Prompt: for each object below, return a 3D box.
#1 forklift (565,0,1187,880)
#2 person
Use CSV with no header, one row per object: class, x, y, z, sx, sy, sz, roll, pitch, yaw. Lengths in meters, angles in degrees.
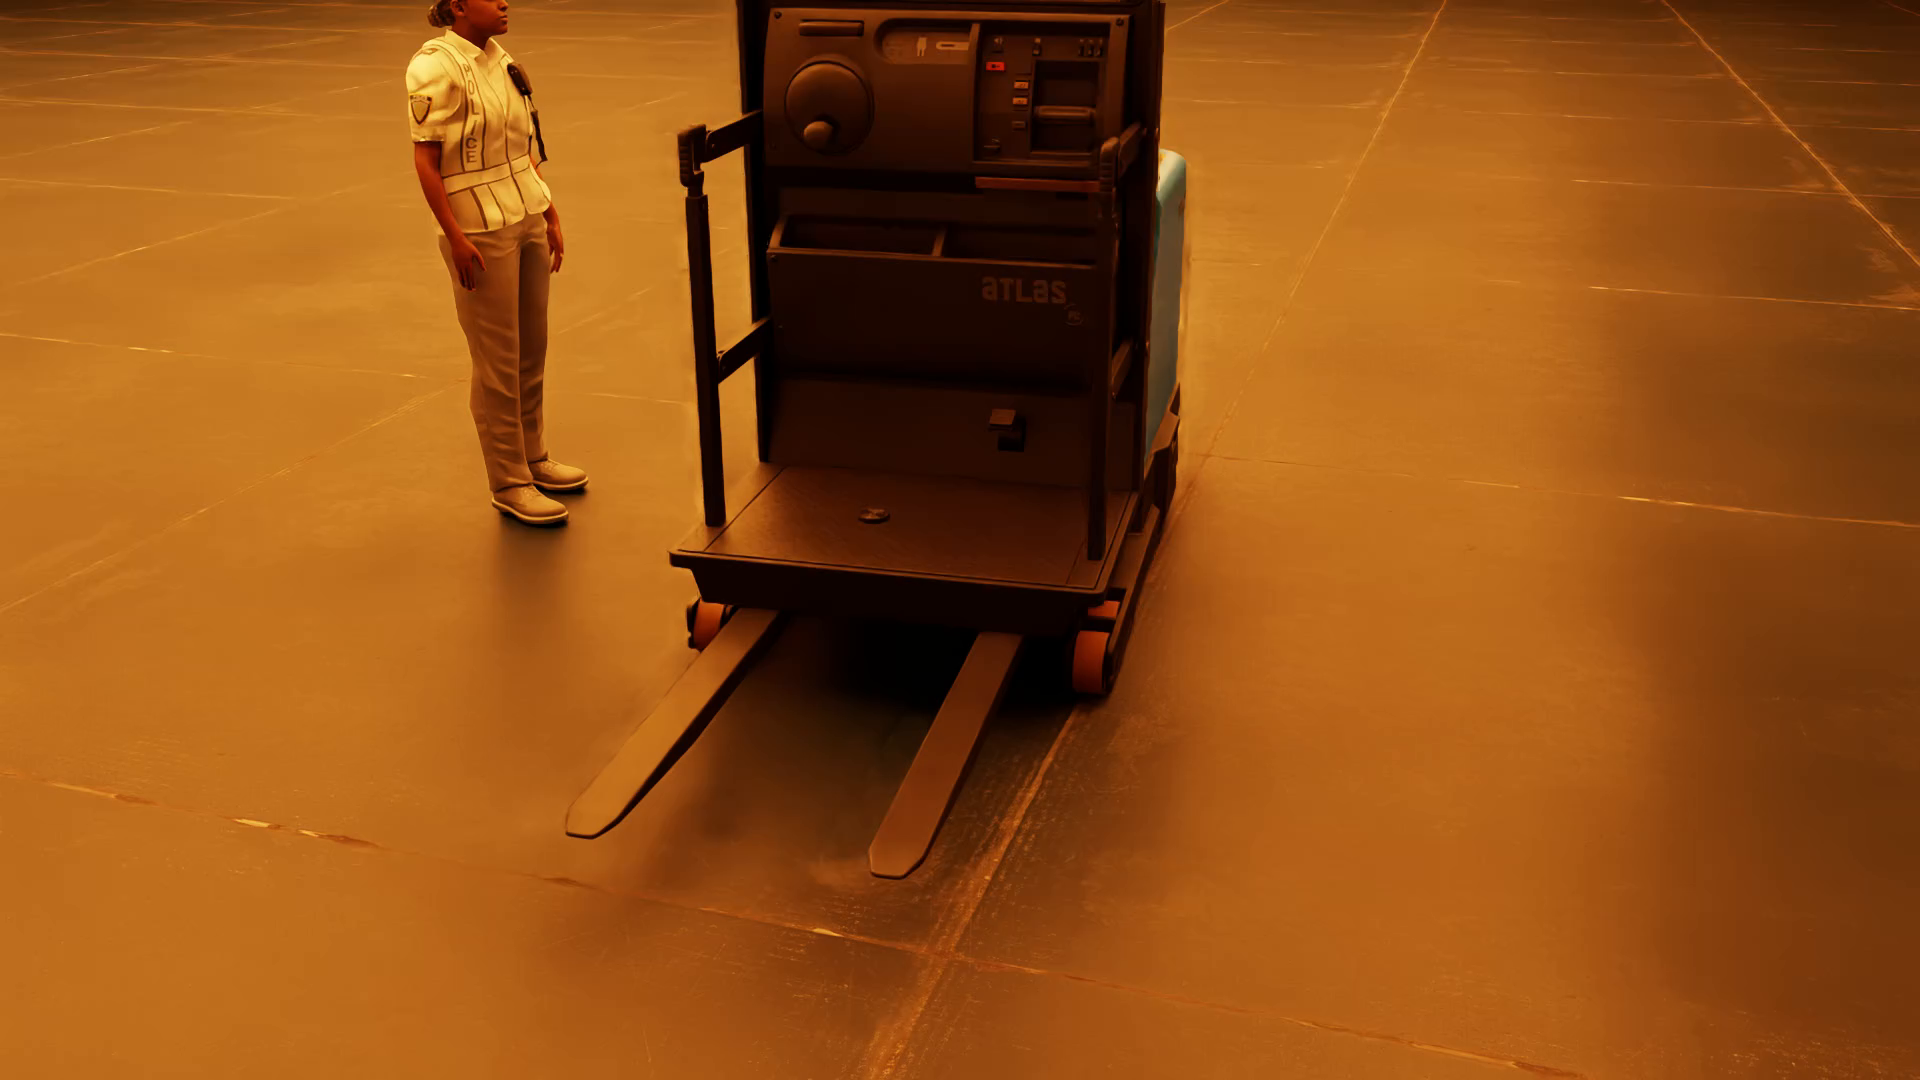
forklift,-0.089,-1.122,3.998,1.130,2.935,3.031,5,23,12
person,-1.402,-0.955,5.194,0.530,1.695,0.570,9,24,20
